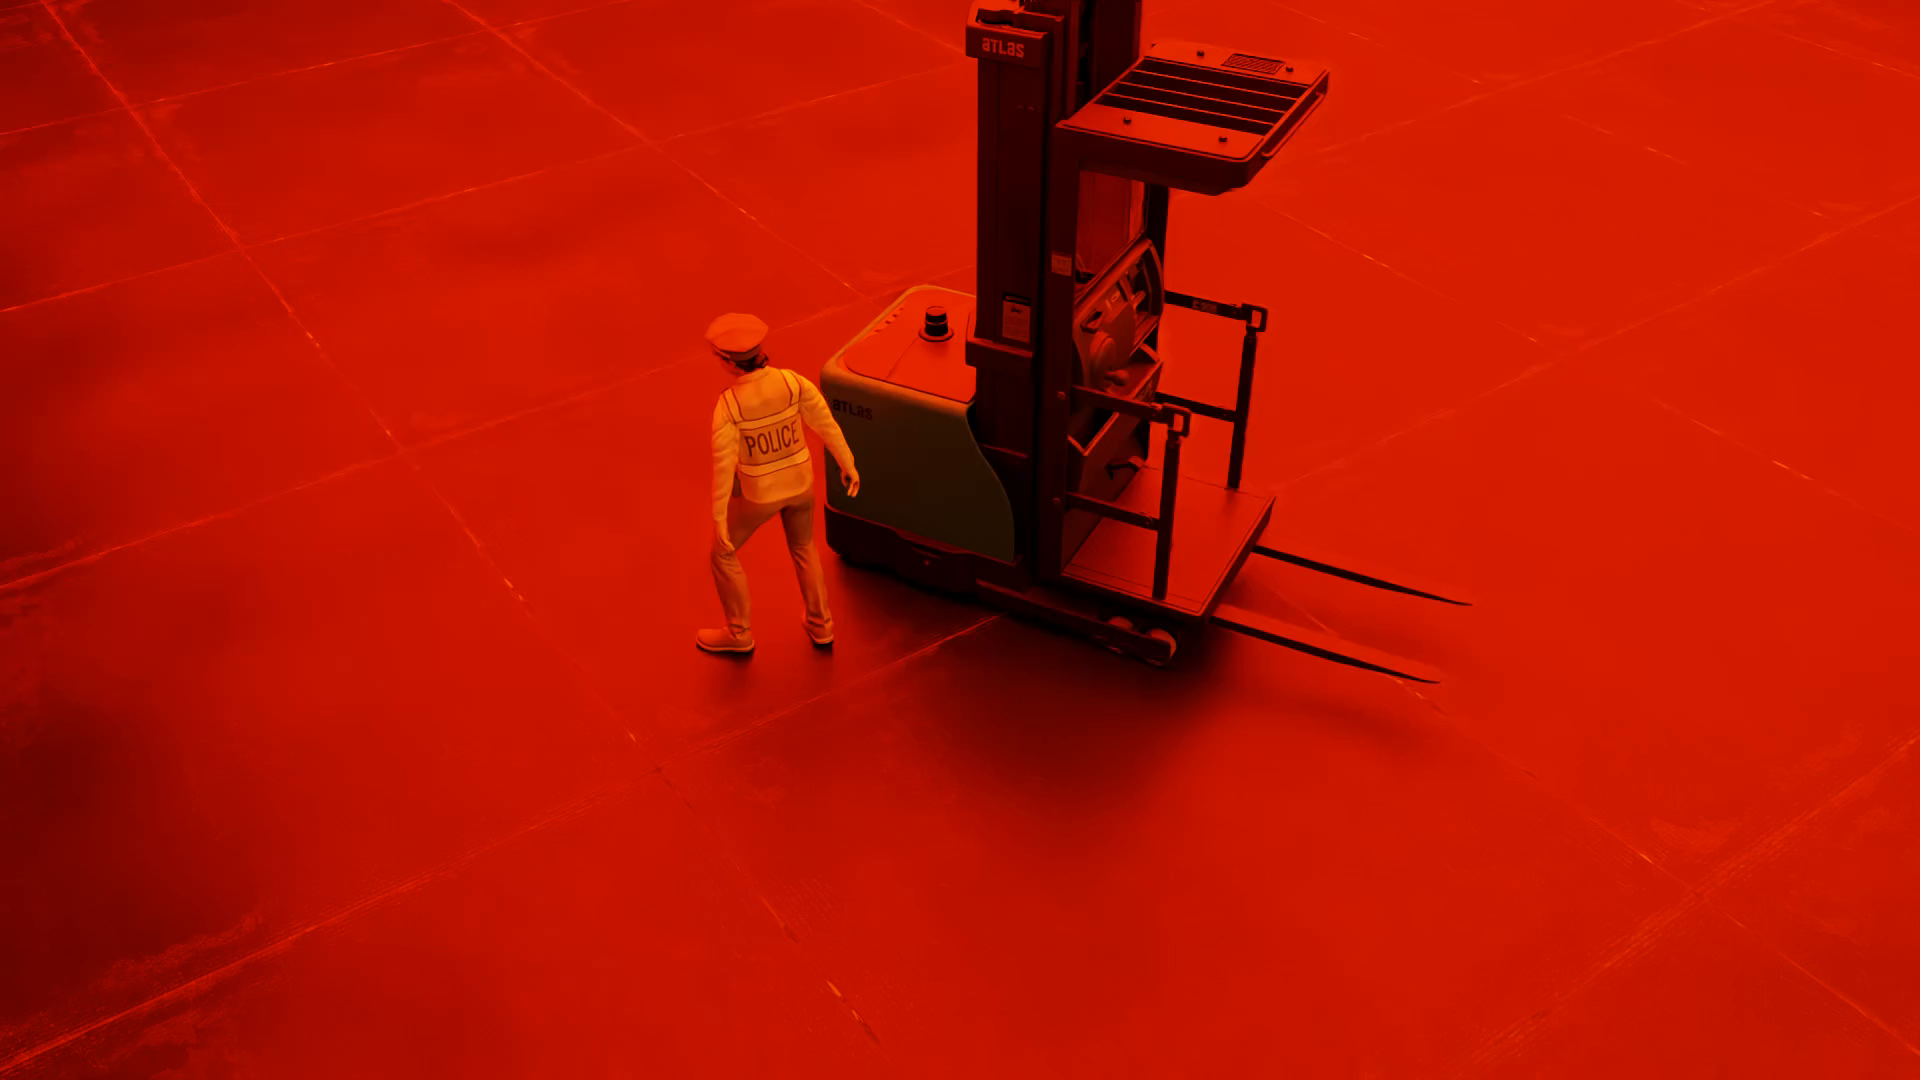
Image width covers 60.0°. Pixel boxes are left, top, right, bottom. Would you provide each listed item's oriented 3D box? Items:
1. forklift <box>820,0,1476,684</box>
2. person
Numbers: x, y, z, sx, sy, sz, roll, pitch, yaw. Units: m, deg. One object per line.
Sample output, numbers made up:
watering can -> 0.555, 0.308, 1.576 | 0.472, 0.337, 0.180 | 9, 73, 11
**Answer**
forklift -> 0.882, -0.967, 7.252 | 3.031, 2.935, 1.130 | 17, 40, 21
person -> -0.833, -0.212, 7.363 | 0.796, 1.639, 0.417 | -17, 40, -22
